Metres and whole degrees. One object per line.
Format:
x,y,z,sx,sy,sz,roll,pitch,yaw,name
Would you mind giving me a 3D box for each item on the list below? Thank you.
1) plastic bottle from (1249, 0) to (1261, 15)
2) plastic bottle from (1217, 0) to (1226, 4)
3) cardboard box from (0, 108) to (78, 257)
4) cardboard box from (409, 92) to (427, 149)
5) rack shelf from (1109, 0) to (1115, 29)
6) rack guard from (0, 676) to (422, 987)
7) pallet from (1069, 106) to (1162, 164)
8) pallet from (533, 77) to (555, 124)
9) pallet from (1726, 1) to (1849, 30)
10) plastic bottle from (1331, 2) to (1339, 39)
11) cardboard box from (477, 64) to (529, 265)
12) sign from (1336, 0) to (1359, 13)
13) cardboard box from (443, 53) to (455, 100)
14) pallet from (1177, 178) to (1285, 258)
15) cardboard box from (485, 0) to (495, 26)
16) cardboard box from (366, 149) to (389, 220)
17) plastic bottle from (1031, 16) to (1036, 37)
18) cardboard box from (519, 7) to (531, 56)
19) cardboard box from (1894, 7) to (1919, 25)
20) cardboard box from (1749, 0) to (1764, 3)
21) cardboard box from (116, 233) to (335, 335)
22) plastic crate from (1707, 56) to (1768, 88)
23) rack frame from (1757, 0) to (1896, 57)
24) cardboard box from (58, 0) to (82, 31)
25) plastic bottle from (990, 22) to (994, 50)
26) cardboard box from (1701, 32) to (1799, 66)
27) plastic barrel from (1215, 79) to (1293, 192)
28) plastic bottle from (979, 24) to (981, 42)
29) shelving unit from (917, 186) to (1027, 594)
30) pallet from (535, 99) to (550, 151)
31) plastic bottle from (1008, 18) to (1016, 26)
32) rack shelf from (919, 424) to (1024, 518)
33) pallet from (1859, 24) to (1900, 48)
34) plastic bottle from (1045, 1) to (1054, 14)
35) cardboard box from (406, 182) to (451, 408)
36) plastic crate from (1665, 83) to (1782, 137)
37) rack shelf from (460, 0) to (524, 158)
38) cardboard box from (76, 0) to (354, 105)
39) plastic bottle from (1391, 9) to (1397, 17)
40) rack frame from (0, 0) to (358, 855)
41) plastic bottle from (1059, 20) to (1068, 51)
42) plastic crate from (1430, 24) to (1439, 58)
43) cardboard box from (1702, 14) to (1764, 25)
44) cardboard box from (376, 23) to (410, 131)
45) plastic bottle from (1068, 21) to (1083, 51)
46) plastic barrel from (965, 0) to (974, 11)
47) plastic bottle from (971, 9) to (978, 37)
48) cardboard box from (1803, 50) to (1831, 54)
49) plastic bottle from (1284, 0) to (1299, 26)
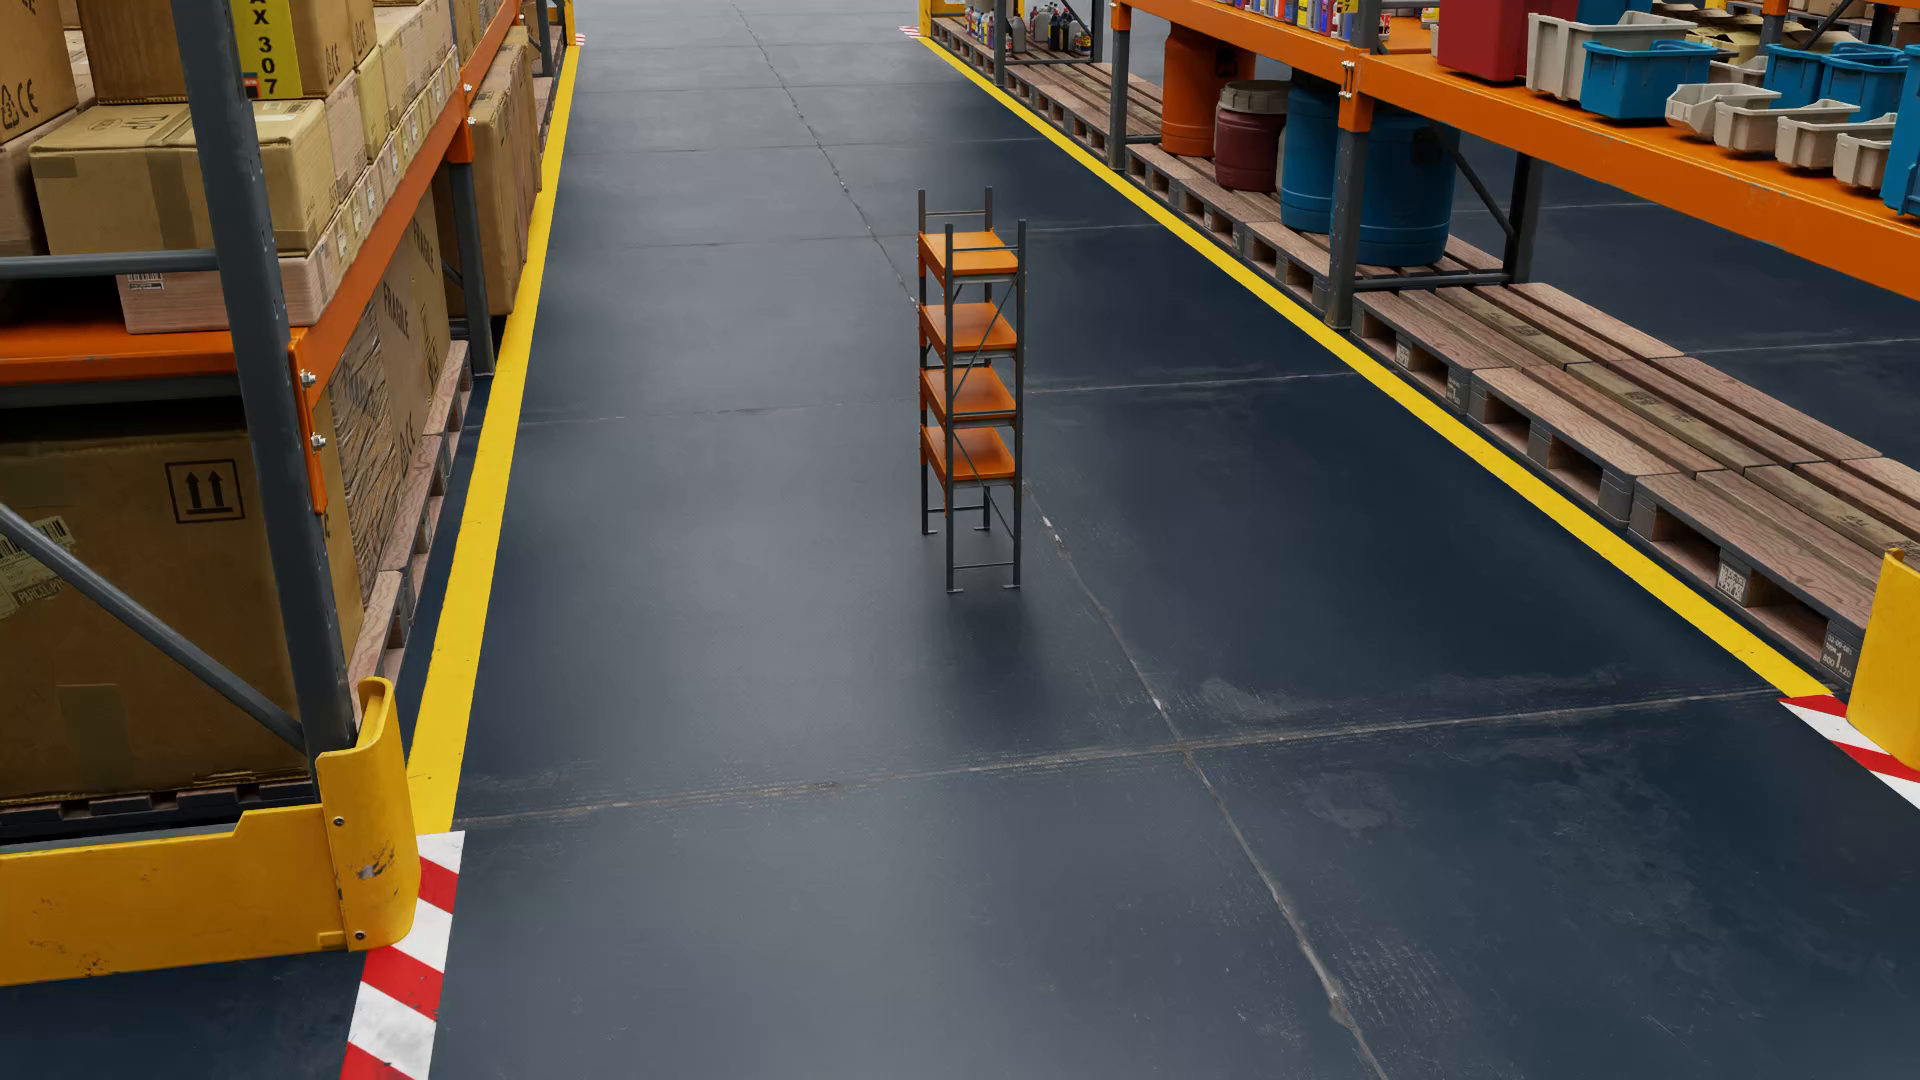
1.673,-3.009,9.046,0.152,0.276,0.135,-4,24,-10,plastic bottle
1.571,-3.225,9.542,0.152,0.276,0.135,-4,24,-10,plastic bottle
-2.187,-0.747,3.528,0.500,0.250,0.500,-5,24,-11,cardboard box
-1.960,-1.366,5.443,0.380,0.149,0.250,-5,24,-11,cardboard box
1.182,-4.479,13.156,1.077,0.370,4.000,-4,24,-10,rack shelf
-1.832,0.647,3.645,1.175,0.500,0.348,-4,24,-10,rack guard
1.447,-3.051,12.473,1.003,0.211,1.213,-4,24,-10,pallet
-3.910,-3.644,13.831,1.003,0.211,1.213,-4,24,-10,pallet
9.938,-6.272,19.846,1.003,0.211,1.213,-4,24,-10,pallet
1.853,-2.532,8.048,0.097,0.201,0.097,0,24,0,plastic bottle
-2.880,-1.902,8.488,1.225,0.875,0.875,-5,24,-12,cardboard box
1.751,-2.535,7.461,0.100,0.325,0.005,-4,24,-10,sign
-2.150,-1.770,6.368,0.380,0.149,0.250,-4,24,-9,cardboard box
1.961,-1.958,9.969,1.003,0.211,1.213,-4,24,-10,pallet
-2.702,-2.924,8.573,0.500,0.500,0.500,-4,24,-9,cardboard box
-1.769,-0.961,4.517,0.380,0.149,0.250,-5,24,-11,cardboard box
0.769,-5.225,16.913,0.097,0.201,0.097,0,24,0,plastic bottle
-4.090,-4.436,14.757,0.500,0.500,0.500,-5,24,-11,cardboard box
10.317,-5.790,17.832,0.500,0.500,0.500,-6,24,-14,cardboard box
9.848,-6.592,19.906,0.500,0.311,0.500,-7,25,-16,cardboard box
-1.578,-0.557,3.592,0.380,0.149,0.250,-4,24,-9,cardboard box
2.909,-1.692,6.132,0.293,0.136,0.466,-4,24,-10,plastic crate
6.421,-4.387,12.047,1.000,3.000,0.127,-4,24,-10,rack frame
-2.554,-1.887,5.202,0.500,0.500,0.500,-5,24,-11,cardboard box
0.375,-4.890,15.959,0.144,0.351,0.185,-6,24,-12,plastic bottle
6.082,-3.764,12.831,0.500,0.311,0.500,-4,24,-8,cardboard box
1.868,-2.474,10.154,0.600,0.588,0.708,-4,24,-10,plastic barrel
0.240,-5.057,16.529,0.097,0.201,0.097,0,24,0,plastic bottle
0.031,-0.485,5.361,0.258,1.200,0.503,-4,24,-10,shelving unit
-3.681,-3.164,12.730,1.003,0.211,1.213,-4,24,-10,pallet
0.515,-4.877,16.022,0.152,0.276,0.135,-4,24,-10,plastic bottle
0.031,-0.241,5.467,0.258,0.148,0.480,-4,24,-10,rack shelf
10.390,-5.312,17.649,1.003,0.211,1.213,-4,24,-10,pallet
0.923,-5.246,16.773,0.144,0.351,0.185,-3,24,-8,plastic bottle
-2.532,-1.035,6.502,0.875,0.875,0.875,-4,24,-10,cardboard box
2.515,-1.427,5.524,0.298,0.136,0.250,-4,24,-10,plastic crate
-2.946,-2.539,8.714,1.077,0.370,4.000,-4,24,-10,rack shelf
-1.752,-1.325,3.915,0.500,0.500,0.500,-5,24,-11,cardboard box
2.260,-2.955,8.922,0.152,0.276,0.135,-4,24,-10,plastic bottle
-1.836,-0.508,3.166,1.000,3.000,0.127,-4,24,-10,rack frame
0.993,-4.827,15.898,0.061,0.283,0.133,-4,24,-10,plastic bottle
2.237,-2.161,7.205,0.396,0.136,0.243,-4,24,-10,plastic crate
6.415,-4.211,13.853,0.500,0.311,0.500,-5,24,-11,cardboard box
-1.953,-1.392,5.004,0.500,0.250,0.500,-5,24,-11,cardboard box
1.098,-4.831,15.918,0.152,0.276,0.135,-3,24,-8,plastic bottle
0.269,-5.968,18.249,0.421,0.512,0.421,0,24,0,plastic barrel
0.165,-5.249,16.879,0.097,0.271,0.097,0,24,0,plastic bottle
6.224,-3.243,12.000,0.500,0.500,0.500,-3,24,-7,cardboard box
1.766,-2.836,8.557,0.144,0.351,0.185,-4,24,-10,plastic bottle
